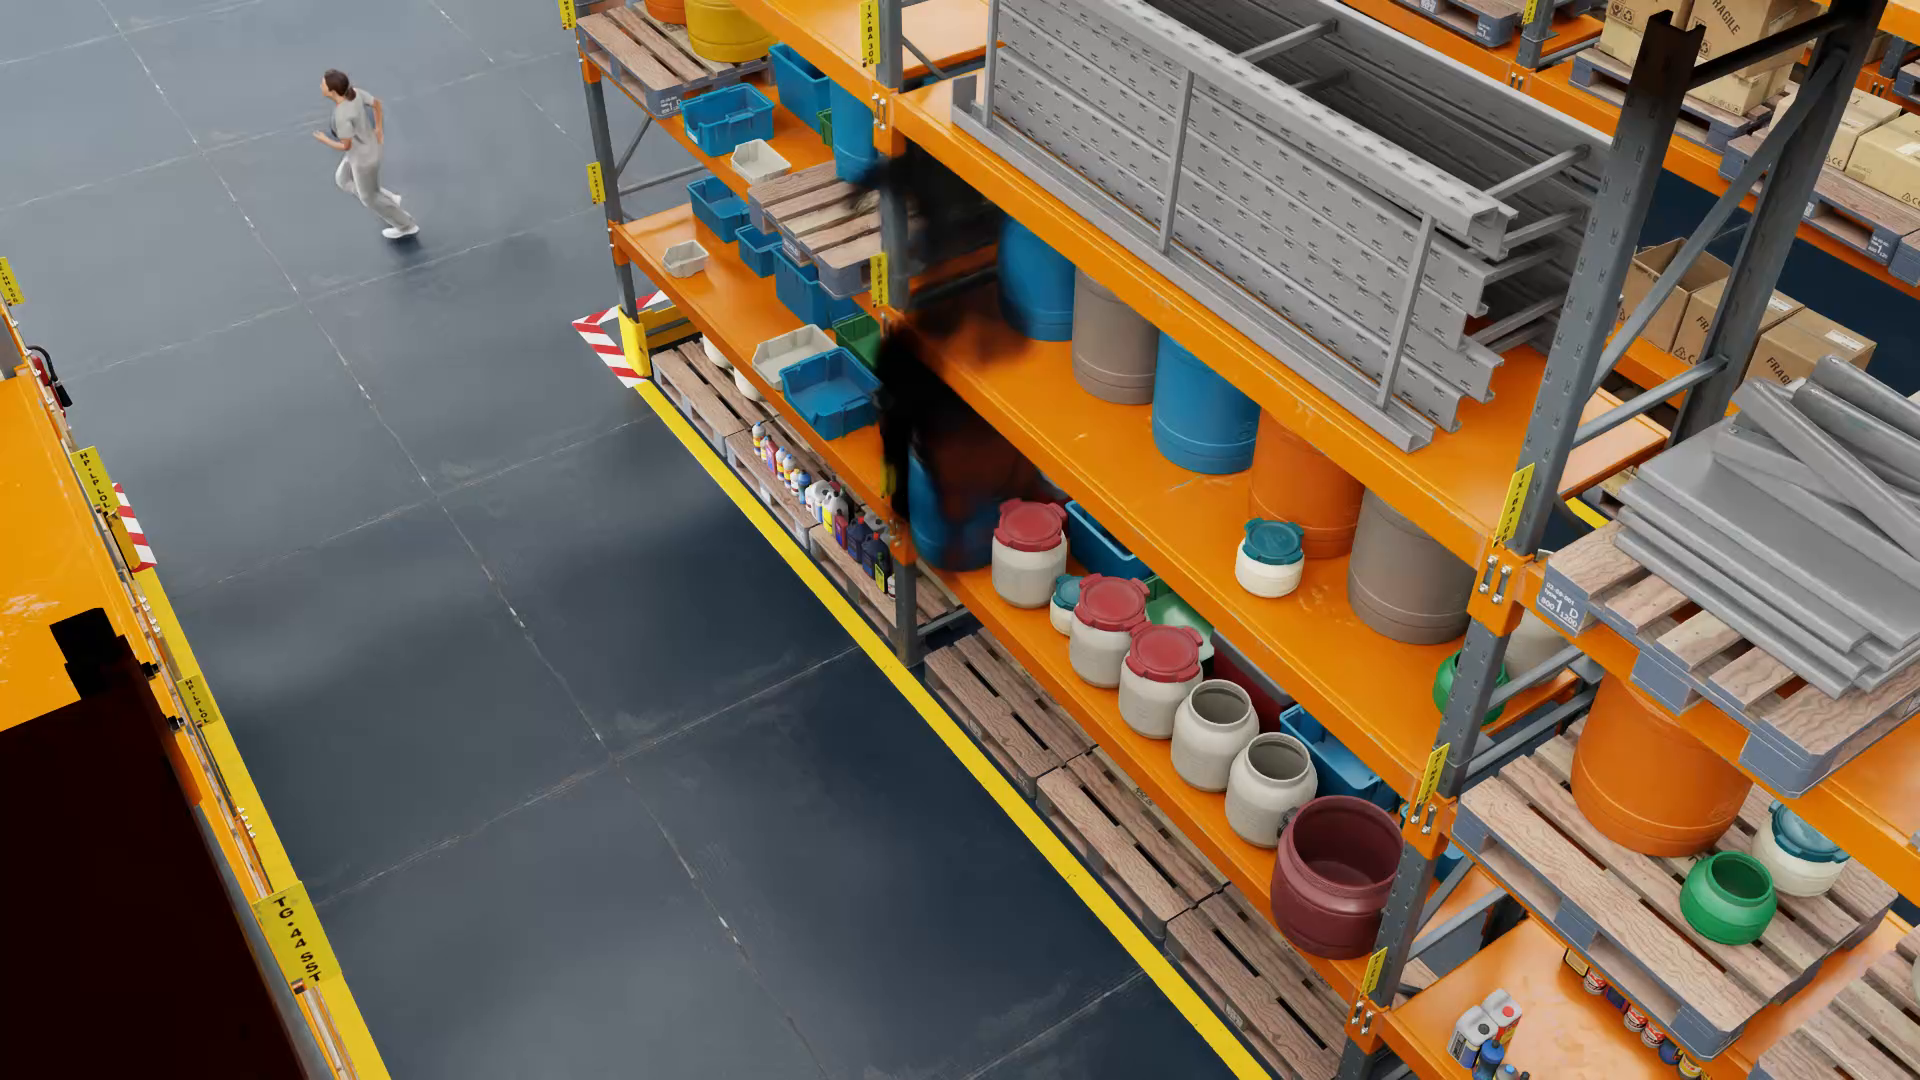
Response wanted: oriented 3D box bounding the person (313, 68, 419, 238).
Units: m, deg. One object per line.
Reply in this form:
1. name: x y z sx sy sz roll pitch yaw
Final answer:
1. person: -5.089 -3.257 14.094 0.640 1.595 0.556 -4 43 -4
